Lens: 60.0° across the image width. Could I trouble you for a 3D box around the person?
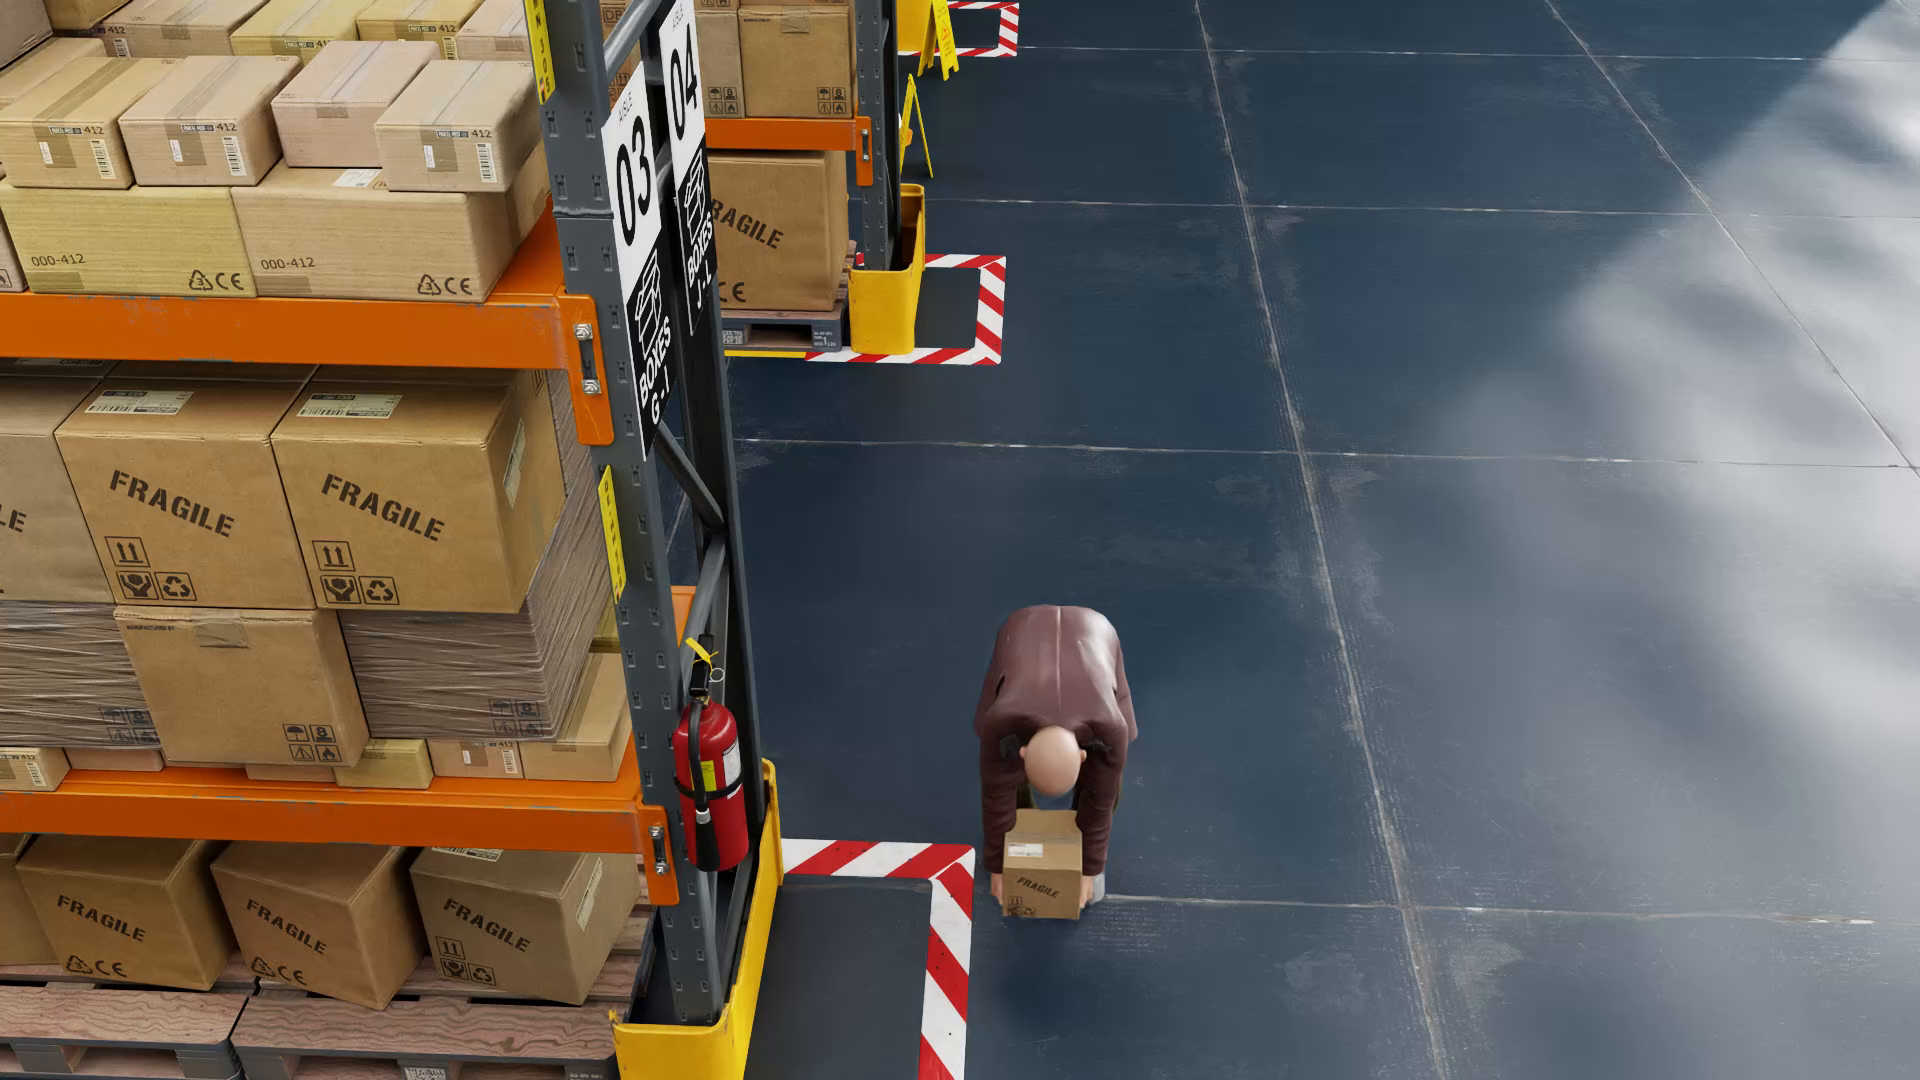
[{"bbox_3d":[0.302,0.836,5.517,0.565,1.154,0.945,3,35,4],"label":"person"}]
